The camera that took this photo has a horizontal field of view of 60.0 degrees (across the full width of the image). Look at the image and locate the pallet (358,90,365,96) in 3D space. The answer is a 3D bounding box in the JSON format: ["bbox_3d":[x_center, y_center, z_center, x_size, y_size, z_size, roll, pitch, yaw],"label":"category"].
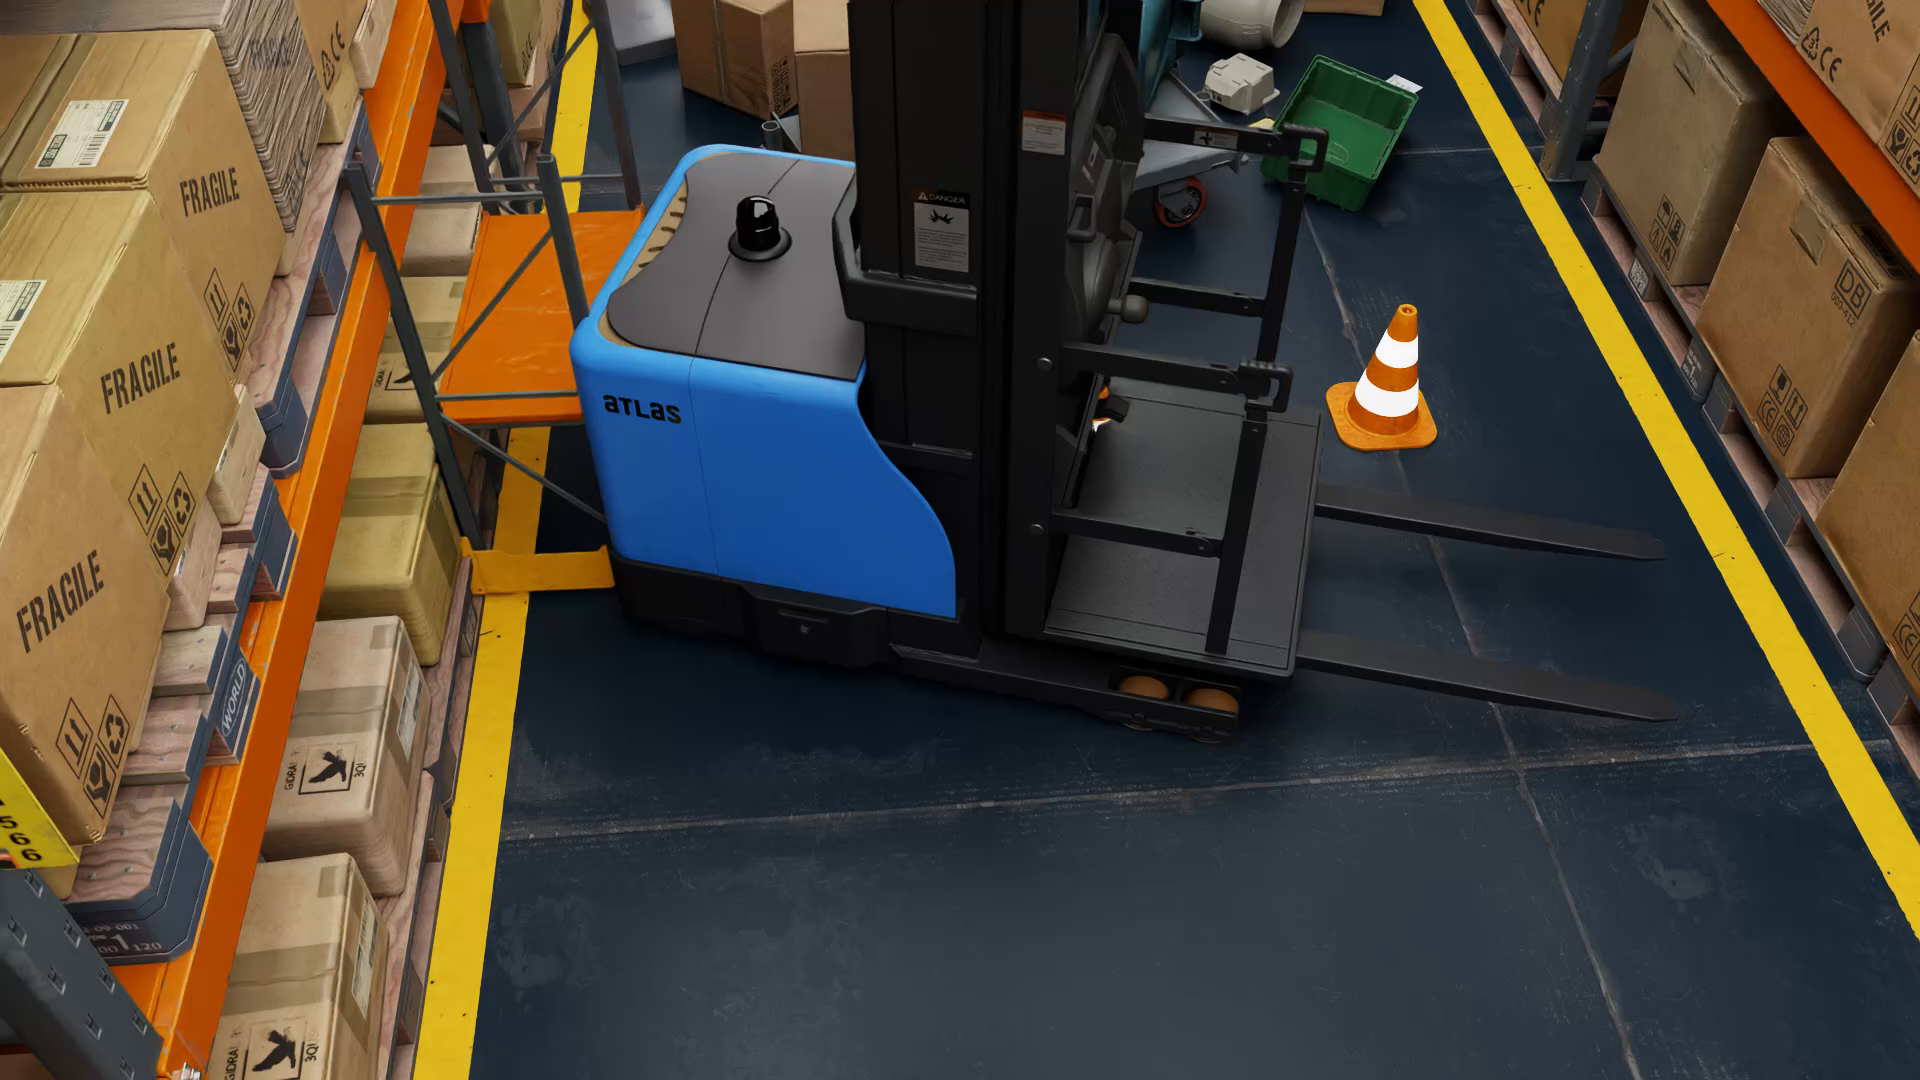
[{"bbox_3d":[-2.185,-1.512,4.748,1.003,0.211,1.213,-3,47,-3],"label":"pallet"}]

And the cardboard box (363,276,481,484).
[{"bbox_3d":[-1.994,-0.482,5.161,0.950,0.372,0.625,-1,47,-1],"label":"cardboard box"}]

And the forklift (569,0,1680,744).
[{"bbox_3d":[0.546,-0.861,4.046,3.031,2.935,1.130,10,47,9],"label":"forklift"}]

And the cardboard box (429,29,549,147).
[{"bbox_3d":[-1.885,-1.782,6.477,0.500,0.250,0.500,-5,47,-5],"label":"cardboard box"}]

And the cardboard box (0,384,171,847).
[{"bbox_3d":[-1.576,0.133,2.495,0.500,0.500,0.500,-5,47,-4],"label":"cardboard box"}]

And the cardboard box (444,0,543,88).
[{"bbox_3d":[-1.885,-2.040,6.204,0.500,0.500,0.500,-1,47,-1],"label":"cardboard box"}]

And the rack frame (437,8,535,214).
[{"bbox_3d":[-2.104,-2.140,5.211,1.000,3.000,0.127,-3,47,-3],"label":"rack frame"}]

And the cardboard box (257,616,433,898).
[{"bbox_3d":[-1.876,0.570,4.164,0.950,0.372,0.625,-4,47,-4],"label":"cardboard box"}]

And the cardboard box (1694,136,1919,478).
[{"bbox_3d":[3.039,-0.743,5.148,1.050,0.750,0.750,-3,47,-3],"label":"cardboard box"}]

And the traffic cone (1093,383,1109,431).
[{"bbox_3d":[0.415,-0.307,5.222,0.336,0.463,0.334,-3,47,-3],"label":"traffic cone"}]

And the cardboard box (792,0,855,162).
[{"bbox_3d":[-0.333,-1.671,5.967,0.500,0.500,0.500,-3,47,-3],"label":"cardboard box"}]

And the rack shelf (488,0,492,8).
[{"bbox_3d":[-2.272,-3.340,6.842,1.077,0.370,4.000,-3,47,-3],"label":"rack shelf"}]

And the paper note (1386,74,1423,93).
[{"bbox_3d":[1.861,-1.925,7.051,0.147,0.020,0.142,-36,56,-29],"label":"paper note"}]

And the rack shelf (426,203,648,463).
[{"bbox_3d":[-1.238,-0.637,5.007,0.538,0.185,1.000,-2,47,-1],"label":"rack shelf"}]

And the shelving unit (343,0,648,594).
[{"bbox_3d":[-1.239,-0.754,4.870,0.587,1.500,1.083,-2,47,-1],"label":"shelving unit"}]

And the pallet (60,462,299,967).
[{"bbox_3d":[-1.935,0.311,3.022,1.213,0.211,1.003,-3,47,-3],"label":"pallet"}]

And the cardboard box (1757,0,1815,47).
[{"bbox_3d":[2.639,-1.786,4.807,0.500,0.500,0.500,-3,47,-3],"label":"cardboard box"}]

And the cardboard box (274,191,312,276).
[{"bbox_3d":[-1.698,-0.723,3.752,0.380,0.149,0.250,-2,47,-2],"label":"cardboard box"}]

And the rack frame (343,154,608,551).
[{"bbox_3d":[-1.215,-0.391,4.528,0.500,1.500,0.032,-2,47,-1],"label":"rack frame"}]

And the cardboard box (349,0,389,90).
[{"bbox_3d":[-1.699,-1.282,4.282,0.380,0.149,0.250,-3,47,-3],"label":"cardboard box"}]

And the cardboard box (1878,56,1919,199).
[{"bbox_3d":[2.720,-1.057,4.116,0.500,0.500,0.500,-3,47,-3],"label":"cardboard box"}]

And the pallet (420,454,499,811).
[{"bbox_3d":[-1.932,0.267,4.852,1.003,0.211,1.213,-3,47,-3],"label":"pallet"}]

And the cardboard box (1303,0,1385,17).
[{"bbox_3d":[1.667,-2.716,7.476,0.500,0.500,0.500,4,47,4],"label":"cardboard box"}]

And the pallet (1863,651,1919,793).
[{"bbox_3d":[3.164,0.764,4.381,1.003,0.211,1.213,-3,47,-3],"label":"pallet"}]

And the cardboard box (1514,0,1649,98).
[{"bbox_3d":[2.837,-2.387,6.619,0.875,0.875,0.875,-3,47,-3],"label":"cardboard box"}]

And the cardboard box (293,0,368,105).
[{"bbox_3d":[-1.757,-1.368,3.917,0.500,0.500,0.500,-2,47,-2],"label":"cardboard box"}]

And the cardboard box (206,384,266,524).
[{"bbox_3d":[-1.581,-0.158,3.218,0.380,0.149,0.250,-3,47,-3],"label":"cardboard box"}]

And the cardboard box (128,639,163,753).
[{"bbox_3d":[-1.601,0.243,2.838,0.380,0.149,0.250,-6,47,-6],"label":"cardboard box"}]

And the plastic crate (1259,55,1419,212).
[{"bbox_3d":[1.500,-1.613,6.609,0.450,0.188,0.662,25,51,9],"label":"plastic crate"}]

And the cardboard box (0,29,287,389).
[{"bbox_3d":[-1.678,-0.627,3.215,0.500,0.500,0.500,-3,47,-3],"label":"cardboard box"}]

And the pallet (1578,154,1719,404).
[{"bbox_3d":[2.960,-1.001,6.053,1.003,0.211,1.213,-3,47,-3],"label":"pallet"}]

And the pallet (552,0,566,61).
[{"bbox_3d":[-2.301,-2.550,7.519,1.003,0.211,1.213,-3,47,-3],"label":"pallet"}]

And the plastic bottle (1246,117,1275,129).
[{"bbox_3d":[1.293,-1.612,6.734,0.133,0.061,0.283,-27,52,-23],"label":"plastic bottle"}]

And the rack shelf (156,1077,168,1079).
[{"bbox_3d":[-1.602,2.448,1.361,1.077,0.370,4.000,-3,47,-3],"label":"rack shelf"}]
